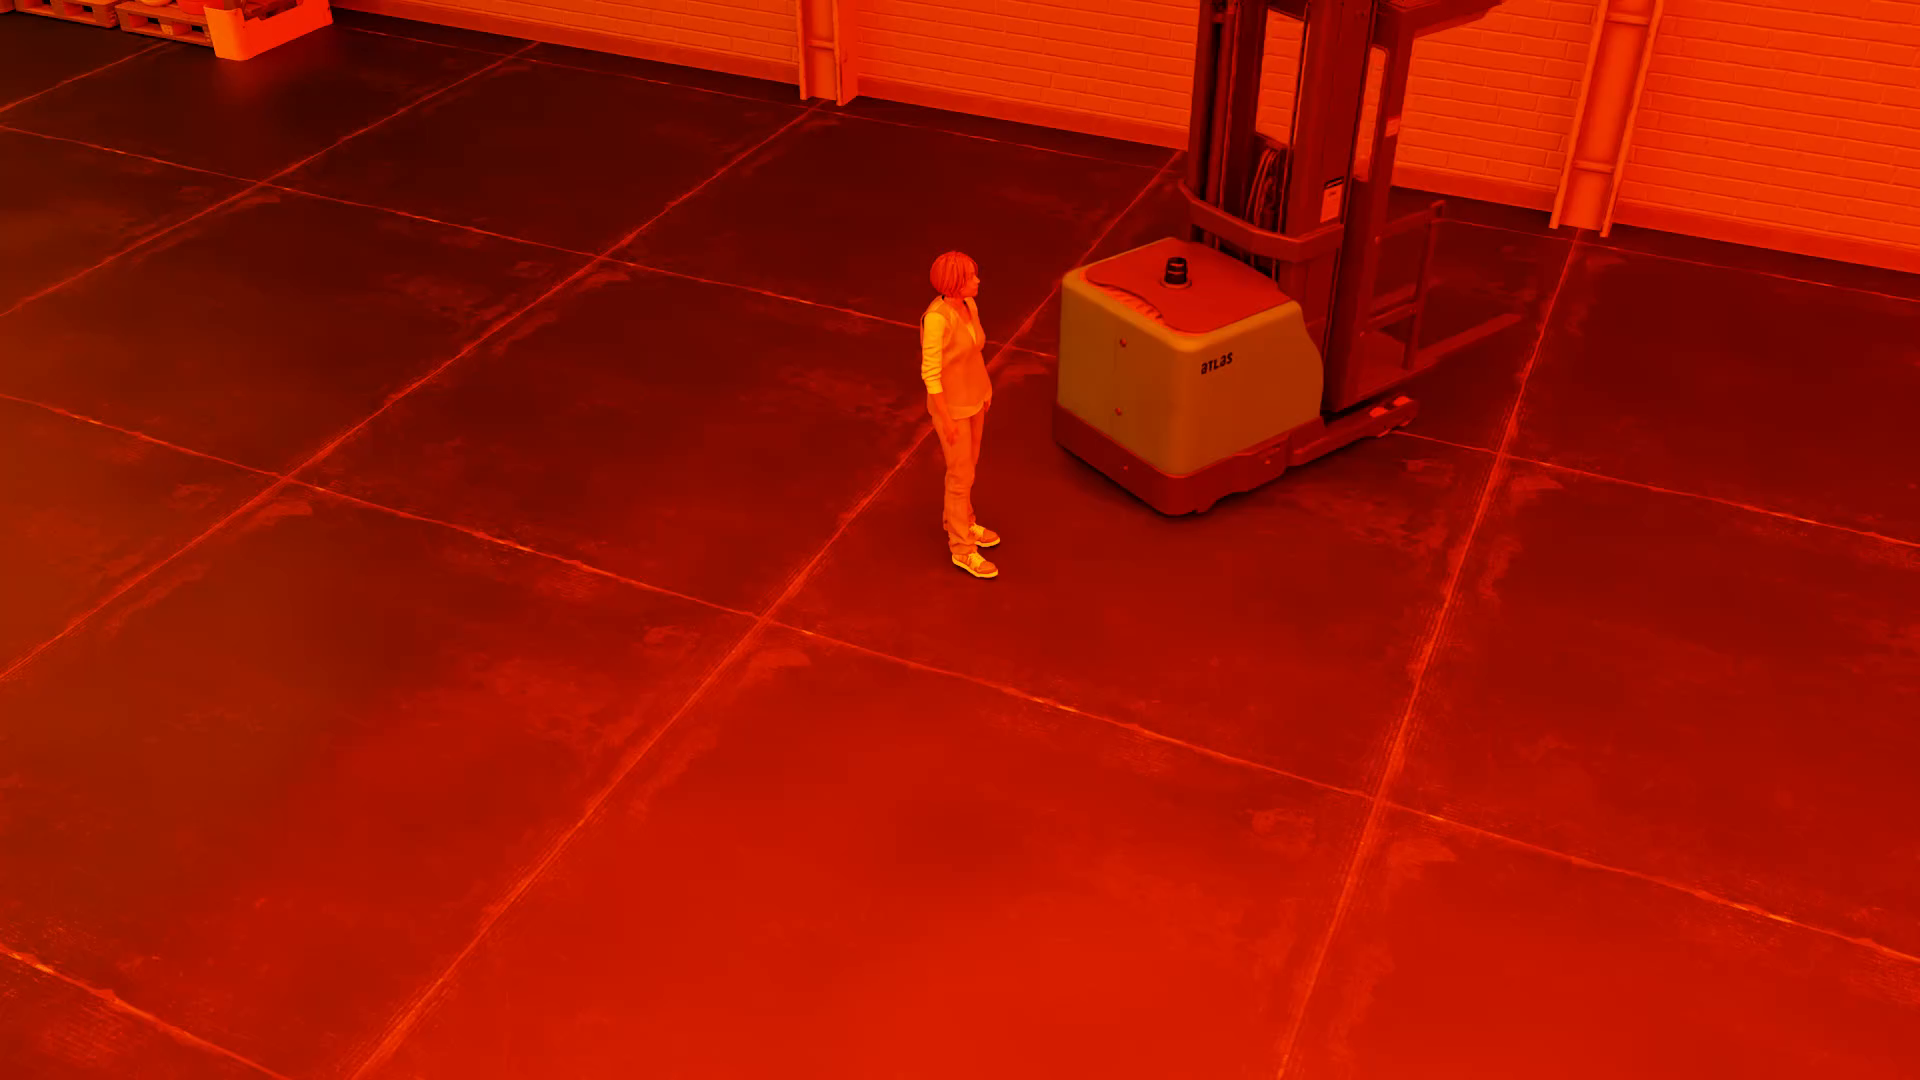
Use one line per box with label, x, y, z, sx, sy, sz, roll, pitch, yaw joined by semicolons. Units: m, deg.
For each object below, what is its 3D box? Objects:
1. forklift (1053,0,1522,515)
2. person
forklift;2.008;-2.004;8.896;3.031;2.935;1.130;-23;42;-29
person;0.061;-0.631;8.107;0.474;1.598;0.519;15;38;20
